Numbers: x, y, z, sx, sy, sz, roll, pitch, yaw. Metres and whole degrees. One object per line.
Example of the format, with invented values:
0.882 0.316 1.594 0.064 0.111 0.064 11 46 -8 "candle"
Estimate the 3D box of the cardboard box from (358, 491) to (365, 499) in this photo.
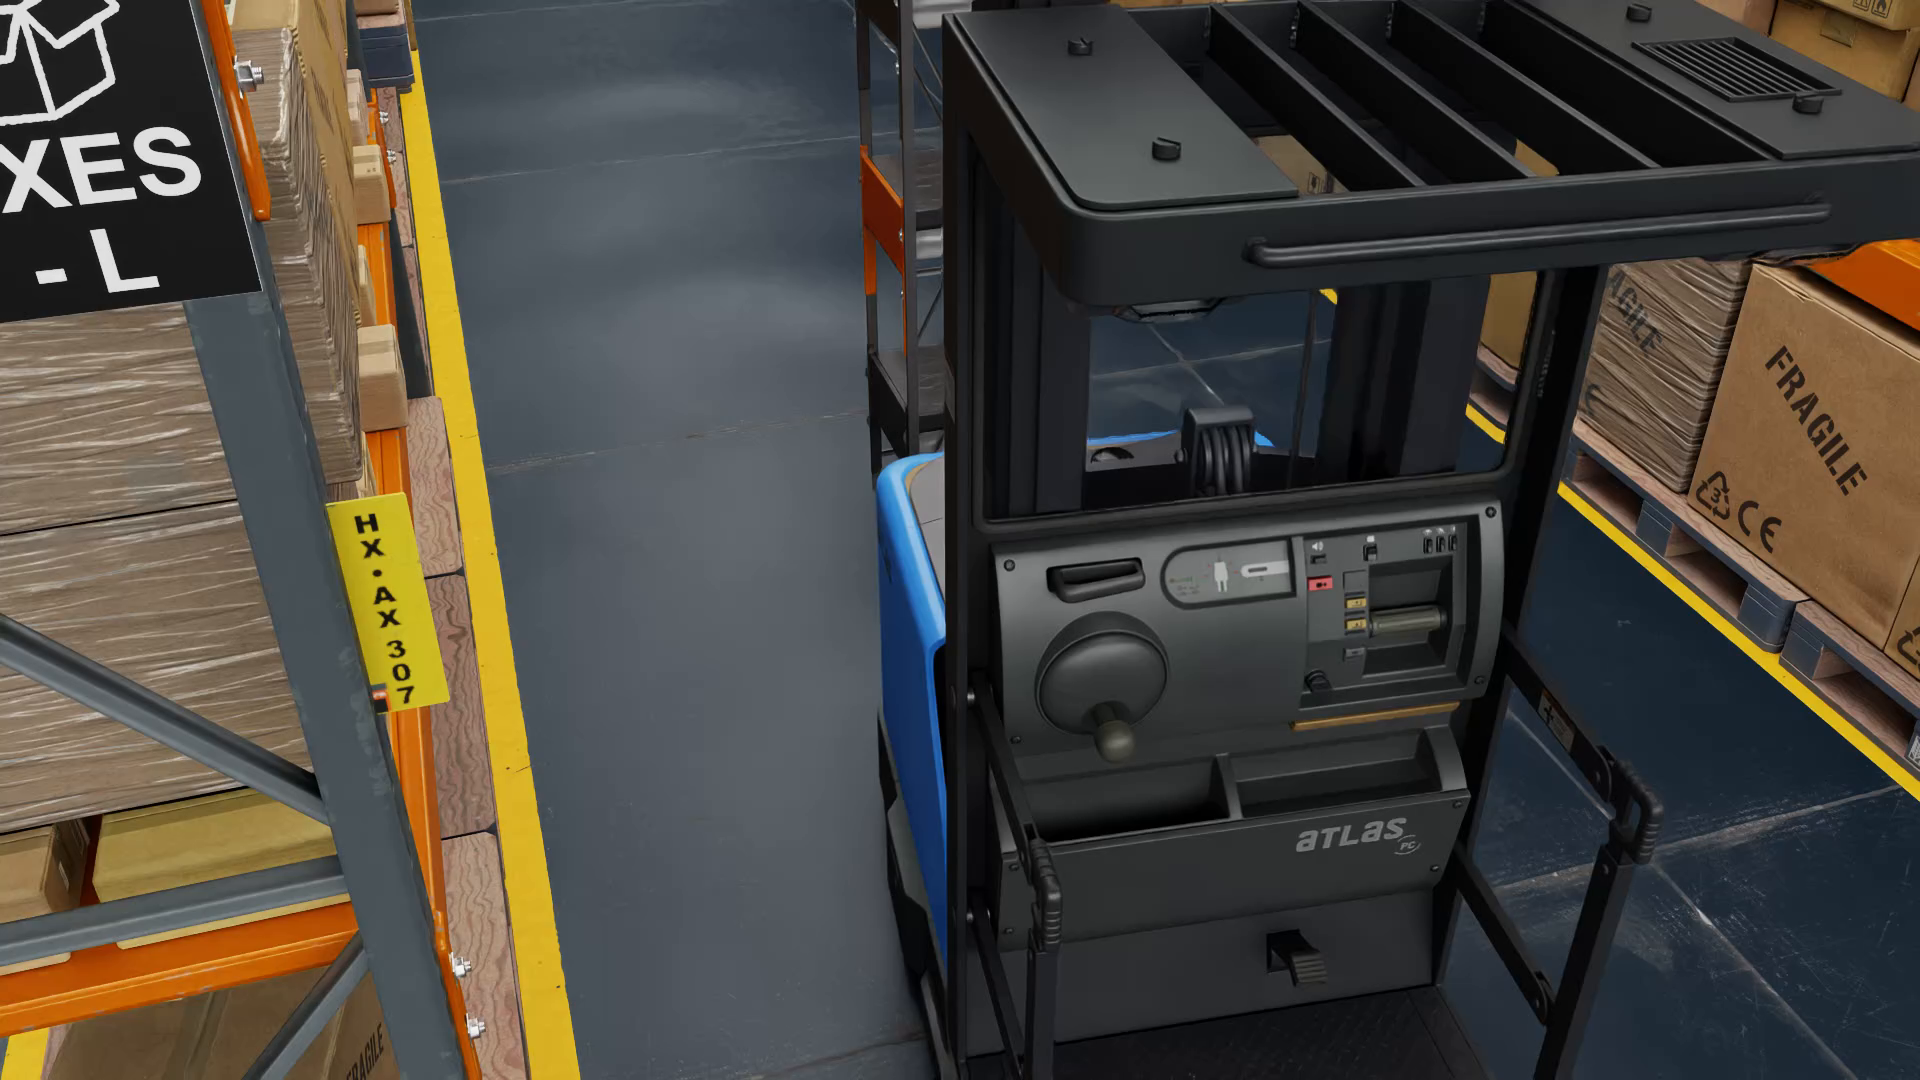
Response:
-1.319 0.057 3.170 0.380 0.149 0.250 -10 35 -15 "cardboard box"

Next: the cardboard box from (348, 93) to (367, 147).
-2.051 -1.261 5.165 0.380 0.149 0.250 -10 35 -15 "cardboard box"

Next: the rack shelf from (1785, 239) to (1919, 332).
2.901 -0.993 5.184 1.077 0.370 4.000 -10 35 -15 "rack shelf"

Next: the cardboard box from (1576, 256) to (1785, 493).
2.694 -0.817 5.812 0.875 0.875 0.875 -10 35 -14 "cardboard box"

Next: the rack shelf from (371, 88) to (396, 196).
-3.074 -2.312 7.180 1.077 0.370 4.000 -10 35 -15 "rack shelf"

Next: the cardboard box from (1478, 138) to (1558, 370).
2.416 -1.290 6.527 0.875 0.875 0.875 -9 35 -14 "cardboard box"

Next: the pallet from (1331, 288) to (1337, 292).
1.984 -1.572 7.937 1.003 0.211 1.213 -10 35 -15 "pallet"

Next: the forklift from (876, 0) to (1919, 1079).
0.564 0.213 2.770 1.130 2.935 3.031 -6 34 -9 "forklift"

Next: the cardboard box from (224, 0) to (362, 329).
-1.298 -0.643 2.735 0.500 0.500 0.500 -10 35 -15 "cardboard box"

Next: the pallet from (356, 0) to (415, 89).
-2.558 -1.907 6.090 1.003 0.211 1.213 -10 35 -15 "pallet"

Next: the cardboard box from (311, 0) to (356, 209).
-1.452 -0.905 3.131 0.500 0.500 0.500 -10 35 -15 "cardboard box"

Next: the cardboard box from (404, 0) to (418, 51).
-3.875 -3.316 9.594 1.225 0.875 0.875 -12 35 -17 "cardboard box"

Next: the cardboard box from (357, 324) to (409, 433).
-1.469 -0.350 3.787 0.380 0.149 0.250 -10 35 -15 "cardboard box"

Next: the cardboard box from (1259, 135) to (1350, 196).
2.016 -1.890 7.549 1.050 0.750 0.750 -10 35 -15 "cardboard box"

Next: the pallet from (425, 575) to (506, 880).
-1.849 0.590 4.666 1.003 0.211 1.213 -10 35 -15 "pallet"

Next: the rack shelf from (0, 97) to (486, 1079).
-1.854 -0.212 4.002 1.077 0.370 4.000 -10 35 -15 "rack shelf"

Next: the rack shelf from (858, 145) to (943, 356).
-0.050 -0.952 5.310 0.431 0.518 0.480 -10 35 -15 "rack shelf"

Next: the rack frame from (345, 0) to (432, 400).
-2.464 -1.562 5.393 1.000 3.000 0.127 -10 35 -15 "rack frame"

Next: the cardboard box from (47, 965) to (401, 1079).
-1.418 1.075 3.288 0.500 0.500 0.500 -4 34 -6 "cardboard box"

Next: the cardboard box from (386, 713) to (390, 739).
-1.161 0.319 2.774 0.380 0.149 0.250 -10 35 -15 "cardboard box"

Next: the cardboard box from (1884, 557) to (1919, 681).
3.241 0.124 4.388 0.875 0.875 0.875 -10 35 -14 "cardboard box"

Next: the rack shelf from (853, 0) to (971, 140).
-0.050 -1.536 4.924 0.431 0.518 0.480 -10 35 -15 "rack shelf"

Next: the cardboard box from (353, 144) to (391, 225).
-1.850 -1.007 4.781 0.380 0.149 0.250 -10 35 -15 "cardboard box"

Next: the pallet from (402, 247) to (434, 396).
-2.703 -0.807 6.780 1.003 0.211 1.213 -10 35 -15 "pallet"

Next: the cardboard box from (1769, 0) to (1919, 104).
2.914 -1.364 4.957 0.875 0.550 0.500 -10 35 -15 "cardboard box"

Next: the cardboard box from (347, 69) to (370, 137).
-2.118 -1.393 5.366 0.380 0.149 0.250 -10 35 -15 "cardboard box"

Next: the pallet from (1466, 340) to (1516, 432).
2.448 -0.767 6.719 1.003 0.211 1.213 -10 35 -15 "pallet"

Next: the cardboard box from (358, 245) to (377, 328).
-1.675 -0.603 4.170 0.380 0.149 0.250 -10 35 -15 "cardboard box"

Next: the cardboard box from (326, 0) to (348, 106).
-1.610 -1.167 3.527 0.500 0.500 0.500 -10 35 -15 "cardboard box"

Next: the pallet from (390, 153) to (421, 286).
-3.078 -1.449 7.751 1.003 0.211 1.213 -10 35 -15 "pallet"

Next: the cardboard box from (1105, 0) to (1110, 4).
1.171 -3.345 9.750 1.050 0.750 0.750 -10 35 -15 "cardboard box"

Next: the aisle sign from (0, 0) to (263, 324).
-0.939 -0.564 1.525 0.394 0.787 0.004 -10 35 -15 "aisle sign"

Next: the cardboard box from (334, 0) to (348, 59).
-1.759 -1.430 3.925 0.500 0.500 0.500 -10 35 -15 "cardboard box"

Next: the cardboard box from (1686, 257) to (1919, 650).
2.971 -0.338 5.087 0.875 0.875 0.875 -11 35 -15 "cardboard box"

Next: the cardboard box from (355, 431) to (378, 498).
-1.389 -0.075 3.371 0.380 0.149 0.250 -10 35 -15 "cardboard box"

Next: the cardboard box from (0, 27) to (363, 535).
-1.152 -0.379 2.336 0.500 0.500 0.500 -10 35 -15 "cardboard box"

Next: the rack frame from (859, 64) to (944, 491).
-0.125 -1.091 5.497 0.400 2.100 0.015 -10 35 -15 "rack frame"

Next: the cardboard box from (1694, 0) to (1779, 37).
2.657 -1.625 5.353 0.875 0.550 0.550 -10 35 -15 "cardboard box"

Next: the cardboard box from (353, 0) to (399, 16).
-2.573 -2.428 5.778 1.000 1.000 1.000 -10 35 -14 "cardboard box"

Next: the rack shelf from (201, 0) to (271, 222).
-1.854 -1.463 3.175 1.077 0.370 4.000 -10 35 -15 "rack shelf"

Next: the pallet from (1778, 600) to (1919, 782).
3.192 0.514 4.781 1.003 0.211 1.213 -10 35 -15 "pallet"

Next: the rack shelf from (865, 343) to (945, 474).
-0.050 -0.368 5.696 0.431 0.518 0.480 -10 35 -15 "rack shelf"

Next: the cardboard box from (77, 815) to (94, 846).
-1.603 0.397 2.656 0.380 0.149 0.250 -10 35 -15 "cardboard box"

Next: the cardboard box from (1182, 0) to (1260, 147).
1.725 -2.397 8.317 1.050 0.750 0.750 -10 35 -15 "cardboard box"

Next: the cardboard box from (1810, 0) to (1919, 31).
2.852 -1.804 4.643 0.875 0.550 0.500 -10 35 -15 "cardboard box"

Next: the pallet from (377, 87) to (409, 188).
-3.447 -2.088 8.718 1.003 0.211 1.213 -10 35 -15 "pallet"

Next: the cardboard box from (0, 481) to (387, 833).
-1.385 0.079 2.549 0.875 0.500 0.500 -10 35 -15 "cardboard box"

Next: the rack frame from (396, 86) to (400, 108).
-3.684 -3.662 8.571 1.000 3.000 0.127 -10 35 -15 "rack frame"

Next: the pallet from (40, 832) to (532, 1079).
-1.481 1.229 3.698 1.003 0.211 1.213 -10 35 -15 "pallet"

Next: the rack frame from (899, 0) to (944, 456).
0.024 -0.835 5.109 0.400 2.100 0.015 -10 35 -15 "rack frame"

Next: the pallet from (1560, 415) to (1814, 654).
2.824 -0.125 5.748 1.003 0.211 1.213 -10 35 -15 "pallet"

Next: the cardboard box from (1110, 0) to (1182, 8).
1.441 -2.886 9.057 1.050 0.750 0.750 -9 35 -14 "cardboard box"

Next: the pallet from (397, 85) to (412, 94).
-3.853 -2.925 9.985 1.003 0.211 1.213 -10 35 -15 "pallet"

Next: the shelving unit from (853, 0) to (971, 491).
-0.050 -0.963 5.303 0.431 2.100 0.503 -10 35 -15 "shelving unit"

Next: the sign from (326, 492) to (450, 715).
-0.727 0.086 2.114 0.100 0.325 0.005 -10 35 -15 "sign"

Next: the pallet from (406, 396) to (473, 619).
-2.225 -0.052 5.637 1.003 0.211 1.213 -10 35 -15 "pallet"

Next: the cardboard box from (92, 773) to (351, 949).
-1.103 0.453 2.571 0.380 0.149 0.250 -10 35 -15 "cardboard box"

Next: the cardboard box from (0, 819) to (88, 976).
-1.527 0.528 2.458 0.380 0.149 0.250 -10 35 -15 "cardboard box"

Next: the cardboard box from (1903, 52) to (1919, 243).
3.115 -1.093 4.547 0.875 0.550 0.550 -10 35 -15 "cardboard box"
